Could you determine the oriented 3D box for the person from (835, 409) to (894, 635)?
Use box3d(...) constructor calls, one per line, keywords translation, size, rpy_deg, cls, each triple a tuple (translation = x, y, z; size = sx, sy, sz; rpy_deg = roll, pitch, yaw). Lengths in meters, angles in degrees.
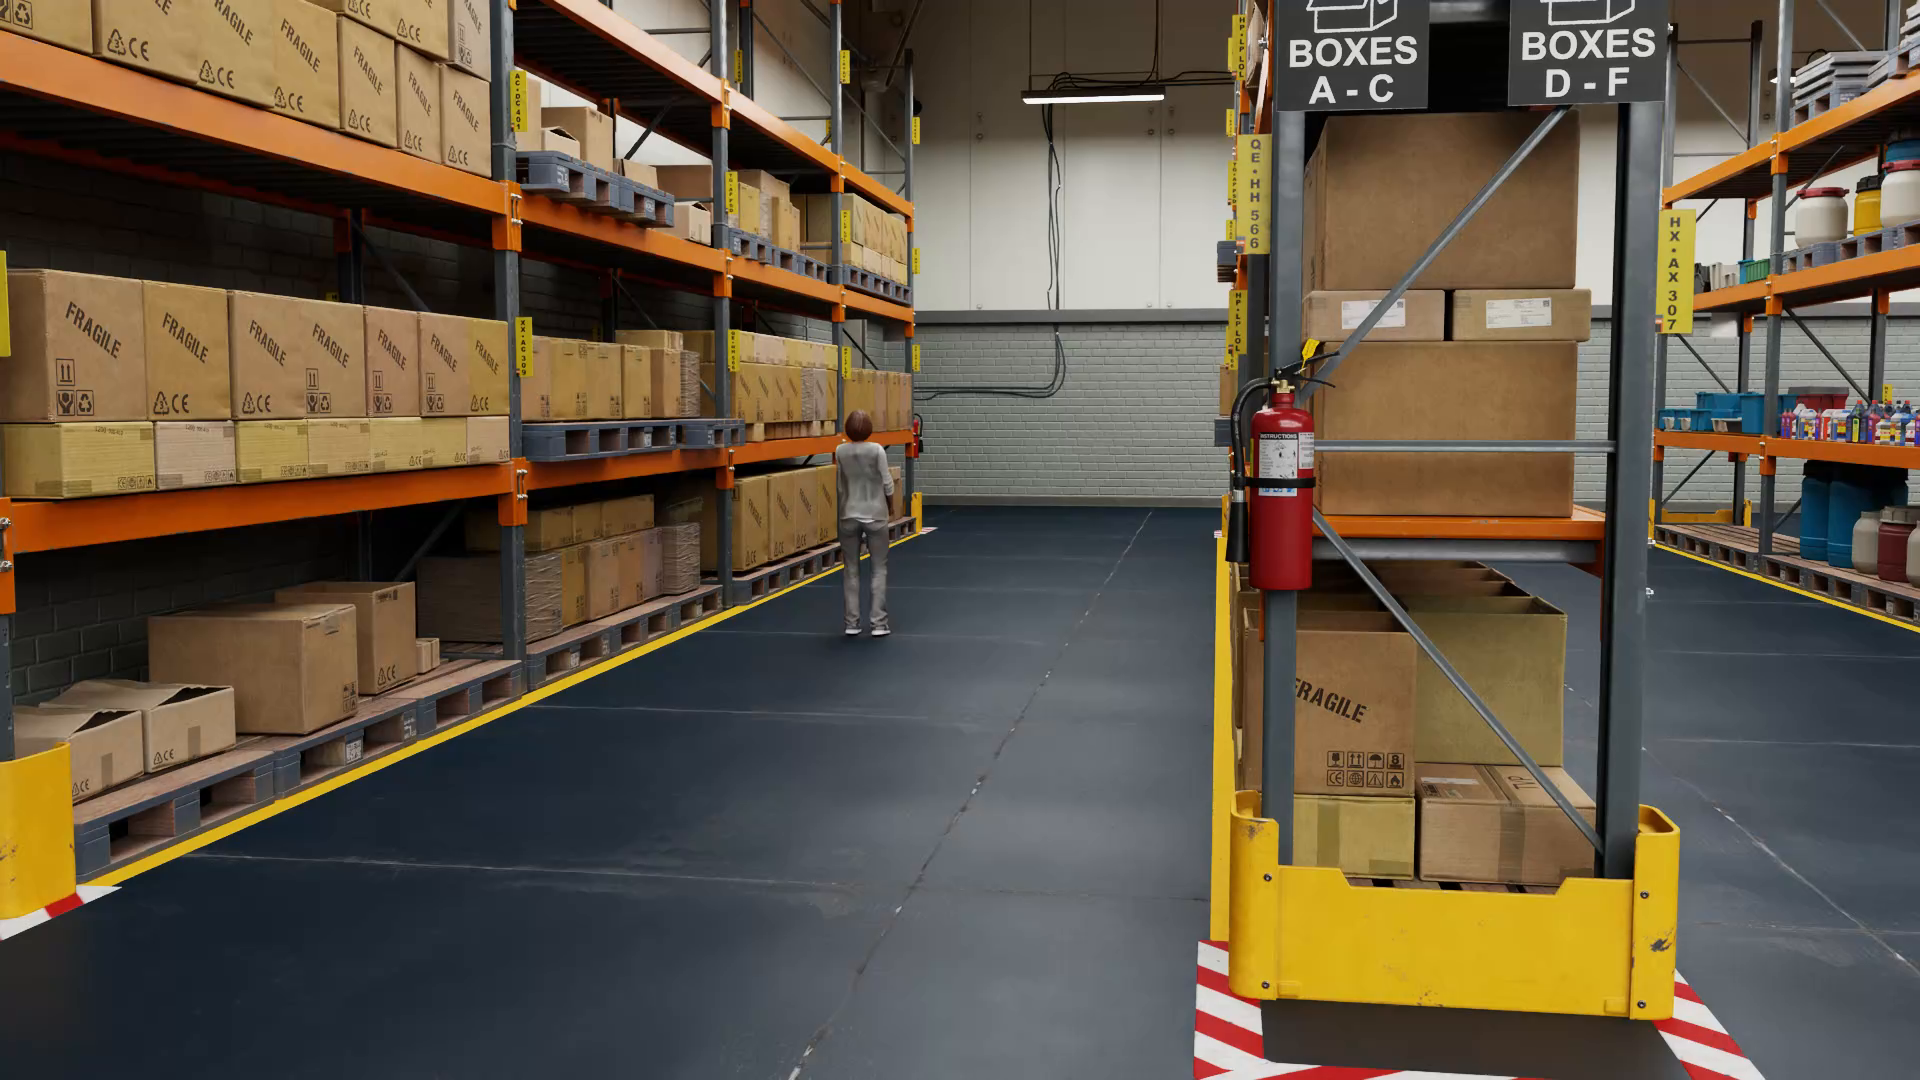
box3d(translation=(-0.663, -0.128, 11.728), size=(0.405, 1.589, 0.498), rpy_deg=(1, 5, 9), cls="person")
